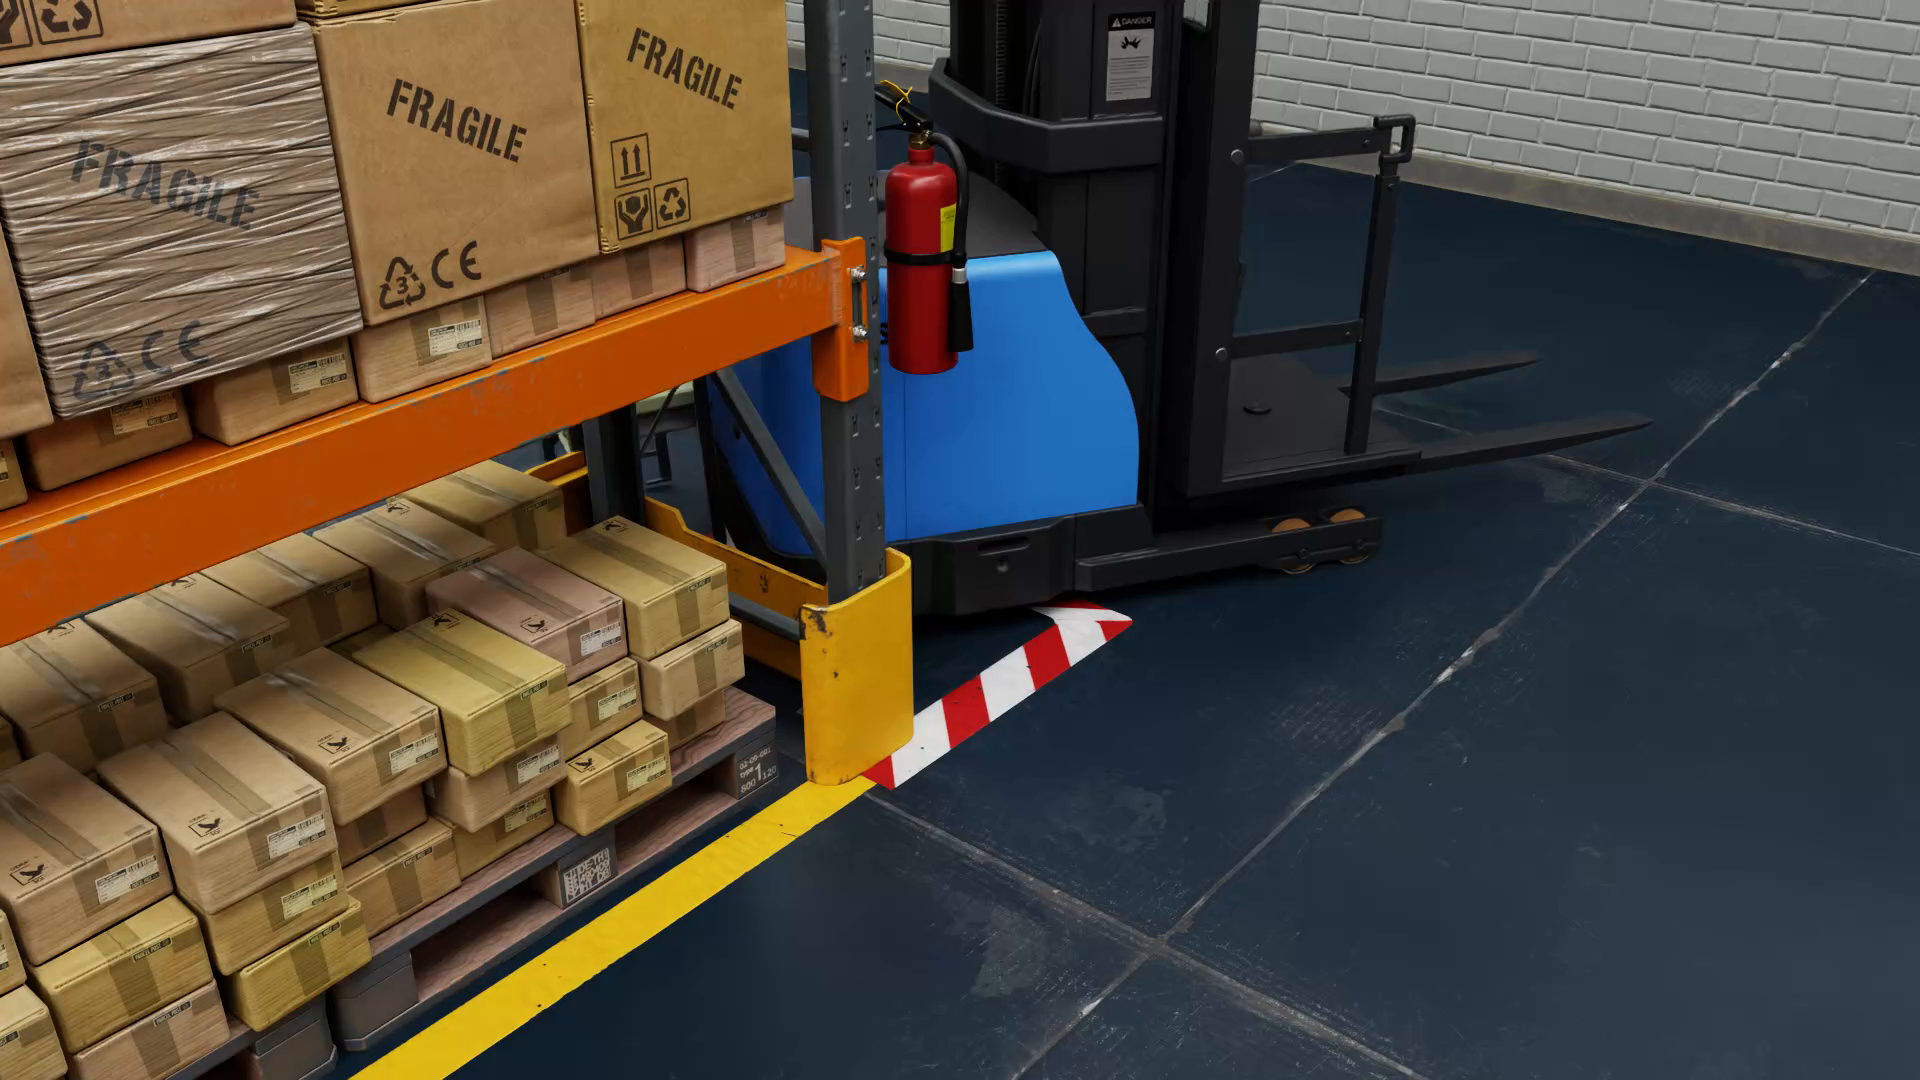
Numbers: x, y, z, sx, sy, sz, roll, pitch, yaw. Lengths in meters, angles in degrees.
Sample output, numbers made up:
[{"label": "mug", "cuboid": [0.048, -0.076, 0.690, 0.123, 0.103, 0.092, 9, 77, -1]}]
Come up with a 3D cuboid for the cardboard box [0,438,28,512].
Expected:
[{"label": "cardboard box", "cuboid": [-1.637, -0.135, 2.519, 0.380, 0.149, 0.250, 21, 34, 35]}]

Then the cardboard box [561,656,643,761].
[{"label": "cardboard box", "cuboid": [-0.928, 0.321, 3.687, 0.380, 0.149, 0.250, 20, 33, 33]}]

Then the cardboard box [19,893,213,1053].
[{"label": "cardboard box", "cuboid": [-1.546, 0.701, 2.952, 0.380, 0.149, 0.250, 23, 35, 37]}]

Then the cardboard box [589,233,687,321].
[{"label": "cardboard box", "cuboid": [-0.781, -0.587, 3.394, 0.380, 0.149, 0.250, 21, 34, 34]}]

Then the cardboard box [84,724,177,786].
[{"label": "cardboard box", "cuboid": [-1.783, 0.458, 3.421, 0.380, 0.149, 0.250, 19, 33, 32]}]

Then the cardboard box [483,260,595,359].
[{"label": "cardboard box", "cuboid": [-0.929, -0.494, 3.214, 0.380, 0.149, 0.250, 20, 34, 34]}]

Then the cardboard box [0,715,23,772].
[{"label": "cardboard box", "cuboid": [-2.022, 0.400, 3.210, 0.380, 0.149, 0.250, 21, 34, 35]}]

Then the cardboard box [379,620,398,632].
[{"label": "cardboard box", "cuboid": [-1.354, 0.165, 3.989, 0.380, 0.149, 0.250, 21, 34, 34]}]

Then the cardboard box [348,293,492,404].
[{"label": "cardboard box", "cuboid": [-1.073, -0.397, 3.026, 0.380, 0.149, 0.250, 22, 34, 36]}]

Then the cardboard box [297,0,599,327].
[{"label": "cardboard box", "cuboid": [-1.023, -0.735, 2.974, 0.500, 0.500, 0.500, 20, 33, 34]}]

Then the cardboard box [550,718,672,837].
[{"label": "cardboard box", "cuboid": [-0.864, 0.474, 3.715, 0.380, 0.149, 0.250, 22, 35, 36]}]

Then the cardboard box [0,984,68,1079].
[{"label": "cardboard box", "cuboid": [-1.700, 0.807, 2.747, 0.380, 0.149, 0.250, 21, 34, 35]}]

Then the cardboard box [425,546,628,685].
[{"label": "cardboard box", "cuboid": [-0.950, 0.175, 3.645, 0.380, 0.149, 0.250, 22, 34, 35]}]

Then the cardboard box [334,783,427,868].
[{"label": "cardboard box", "cuboid": [-1.300, 0.494, 3.353, 0.380, 0.149, 0.250, 20, 34, 34]}]

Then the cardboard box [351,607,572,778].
[{"label": "cardboard box", "cuboid": [-1.017, 0.304, 3.396, 0.380, 0.149, 0.250, 20, 33, 33]}]

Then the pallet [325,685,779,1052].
[{"label": "pallet", "cuboid": [-1.197, 0.569, 3.921, 1.003, 0.211, 1.213, 21, 34, 34]}]

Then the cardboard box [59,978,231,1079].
[{"label": "cardboard box", "cuboid": [-1.549, 0.833, 3.020, 0.380, 0.149, 0.250, 22, 34, 35]}]

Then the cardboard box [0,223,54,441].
[{"label": "cardboard box", "cuboid": [-1.664, -0.379, 2.285, 0.500, 0.500, 0.500, 23, 35, 37]}]

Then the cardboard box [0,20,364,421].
[{"label": "cardboard box", "cuboid": [-1.338, -0.553, 2.621, 0.500, 0.500, 0.500, 21, 34, 35]}]

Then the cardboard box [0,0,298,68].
[{"label": "cardboard box", "cuboid": [-1.350, -0.993, 2.385, 0.500, 0.500, 0.500, 23, 35, 37]}]

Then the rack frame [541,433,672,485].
[{"label": "rack frame", "cuboid": [-1.195, -0.829, 5.194, 0.400, 1.500, 0.023, -13, 29, -19]}]

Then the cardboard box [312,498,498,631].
[{"label": "cardboard box", "cuboid": [-1.283, 0.061, 3.867, 0.380, 0.149, 0.250, 21, 34, 35]}]

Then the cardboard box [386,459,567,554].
[{"label": "cardboard box", "cuboid": [-1.200, -0.072, 4.124, 0.380, 0.149, 0.250, 19, 33, 32]}]

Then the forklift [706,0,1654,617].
[{"label": "forklift", "cuboid": [0.770, -1.389, 4.815, 3.031, 2.867, 1.129, -9, 29, -17]}]

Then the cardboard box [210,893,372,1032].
[{"label": "cardboard box", "cuboid": [-1.359, 0.742, 3.196, 0.380, 0.149, 0.250, 19, 33, 32]}]

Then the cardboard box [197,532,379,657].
[{"label": "cardboard box", "cuboid": [-1.542, 0.112, 3.766, 0.380, 0.149, 0.250, 21, 34, 34]}]

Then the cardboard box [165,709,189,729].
[{"label": "cardboard box", "cuboid": [-1.688, 0.336, 3.657, 0.380, 0.149, 0.250, 22, 35, 36]}]

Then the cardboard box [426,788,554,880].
[{"label": "cardboard box", "cuboid": [-1.098, 0.542, 3.583, 0.380, 0.149, 0.250, 21, 34, 34]}]

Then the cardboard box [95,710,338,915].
[{"label": "cardboard box", "cuboid": [-1.358, 0.489, 3.038, 0.380, 0.149, 0.250, 22, 35, 36]}]

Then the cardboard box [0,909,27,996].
[{"label": "cardboard box", "cuboid": [-1.756, 0.651, 2.725, 0.380, 0.149, 0.250, 21, 34, 35]}]

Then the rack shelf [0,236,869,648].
[{"label": "rack shelf", "cuboid": [-1.877, 0.054, 2.663, 1.077, 0.370, 4.000, 21, 34, 34]}]

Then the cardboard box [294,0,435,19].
[{"label": "cardboard box", "cuboid": [-1.026, -1.180, 2.746, 0.500, 0.500, 0.500, 19, 33, 33]}]

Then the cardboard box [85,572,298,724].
[{"label": "cardboard box", "cuboid": [-1.636, 0.225, 3.550, 0.380, 0.149, 0.250, 19, 33, 32]}]

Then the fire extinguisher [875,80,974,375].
[{"label": "fire extinguisher", "cuboid": [-0.088, -0.729, 3.884, 0.296, 0.674, 0.183, 21, 34, 34]}]

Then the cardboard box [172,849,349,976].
[{"label": "cardboard box", "cuboid": [-1.369, 0.616, 3.117, 0.380, 0.149, 0.250, 21, 34, 35]}]

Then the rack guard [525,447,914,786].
[{"label": "rack guard", "cuboid": [-0.653, 0.163, 4.391, 1.175, 0.500, 0.348, 21, 34, 34]}]

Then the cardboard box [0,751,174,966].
[{"label": "cardboard box", "cuboid": [-1.611, 0.550, 2.920, 0.380, 0.149, 0.250, 19, 33, 33]}]

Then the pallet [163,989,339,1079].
[{"label": "pallet", "cuboid": [-1.973, 0.999, 3.088, 1.003, 0.211, 1.213, 21, 34, 34]}]

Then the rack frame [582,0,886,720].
[{"label": "rack frame", "cuboid": [-0.605, -0.974, 3.869, 1.000, 3.000, 0.127, 21, 34, 34]}]

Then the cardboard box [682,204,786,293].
[{"label": "cardboard box", "cuboid": [-0.594, -0.665, 3.543, 0.380, 0.149, 0.250, 21, 34, 34]}]

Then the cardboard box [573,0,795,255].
[{"label": "cardboard box", "cuboid": [-0.692, -0.916, 3.324, 0.500, 0.500, 0.500, 22, 34, 35]}]

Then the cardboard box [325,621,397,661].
[{"label": "cardboard box", "cuboid": [-1.441, 0.277, 3.771, 0.380, 0.149, 0.250, 21, 34, 35]}]

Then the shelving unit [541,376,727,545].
[{"label": "shelving unit", "cuboid": [-1.055, -0.682, 4.890, 0.431, 1.500, 0.755, -13, 29, -19]}]

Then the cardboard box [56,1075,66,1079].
[{"label": "cardboard box", "cuboid": [-1.767, 0.901, 2.889, 0.380, 0.149, 0.250, 22, 34, 36]}]

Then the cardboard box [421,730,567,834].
[{"label": "cardboard box", "cuboid": [-1.049, 0.429, 3.479, 0.380, 0.149, 0.250, 19, 33, 32]}]

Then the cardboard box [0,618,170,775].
[{"label": "cardboard box", "cuboid": [-1.819, 0.320, 3.365, 0.380, 0.149, 0.250, 22, 35, 36]}]

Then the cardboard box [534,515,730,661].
[{"label": "cardboard box", "cuboid": [-0.746, 0.103, 3.785, 0.380, 0.149, 0.250, 21, 34, 35]}]

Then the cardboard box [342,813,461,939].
[{"label": "cardboard box", "cuboid": [-1.245, 0.634, 3.406, 0.380, 0.149, 0.250, 21, 34, 35]}]

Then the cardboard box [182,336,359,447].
[{"label": "cardboard box", "cuboid": [-1.264, -0.312, 2.862, 0.380, 0.149, 0.250, 19, 33, 32]}]

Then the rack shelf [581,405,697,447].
[{"label": "rack shelf", "cuboid": [-1.041, -0.456, 5.006, 0.332, 0.071, 0.664, -13, 29, -19]}]

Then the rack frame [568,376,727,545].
[{"label": "rack frame", "cuboid": [-0.914, -0.535, 4.586, 0.400, 1.500, 0.023, -13, 29, -19]}]

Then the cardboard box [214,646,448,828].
[{"label": "cardboard box", "cuboid": [-1.230, 0.377, 3.254, 0.380, 0.149, 0.250, 19, 33, 32]}]

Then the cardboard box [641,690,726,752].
[{"label": "cardboard box", "cuboid": [-0.778, 0.353, 3.949, 0.380, 0.149, 0.250, 21, 34, 35]}]

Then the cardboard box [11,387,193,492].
[{"label": "cardboard box", "cuboid": [-1.481, -0.234, 2.710, 0.380, 0.149, 0.250, 19, 33, 32]}]
